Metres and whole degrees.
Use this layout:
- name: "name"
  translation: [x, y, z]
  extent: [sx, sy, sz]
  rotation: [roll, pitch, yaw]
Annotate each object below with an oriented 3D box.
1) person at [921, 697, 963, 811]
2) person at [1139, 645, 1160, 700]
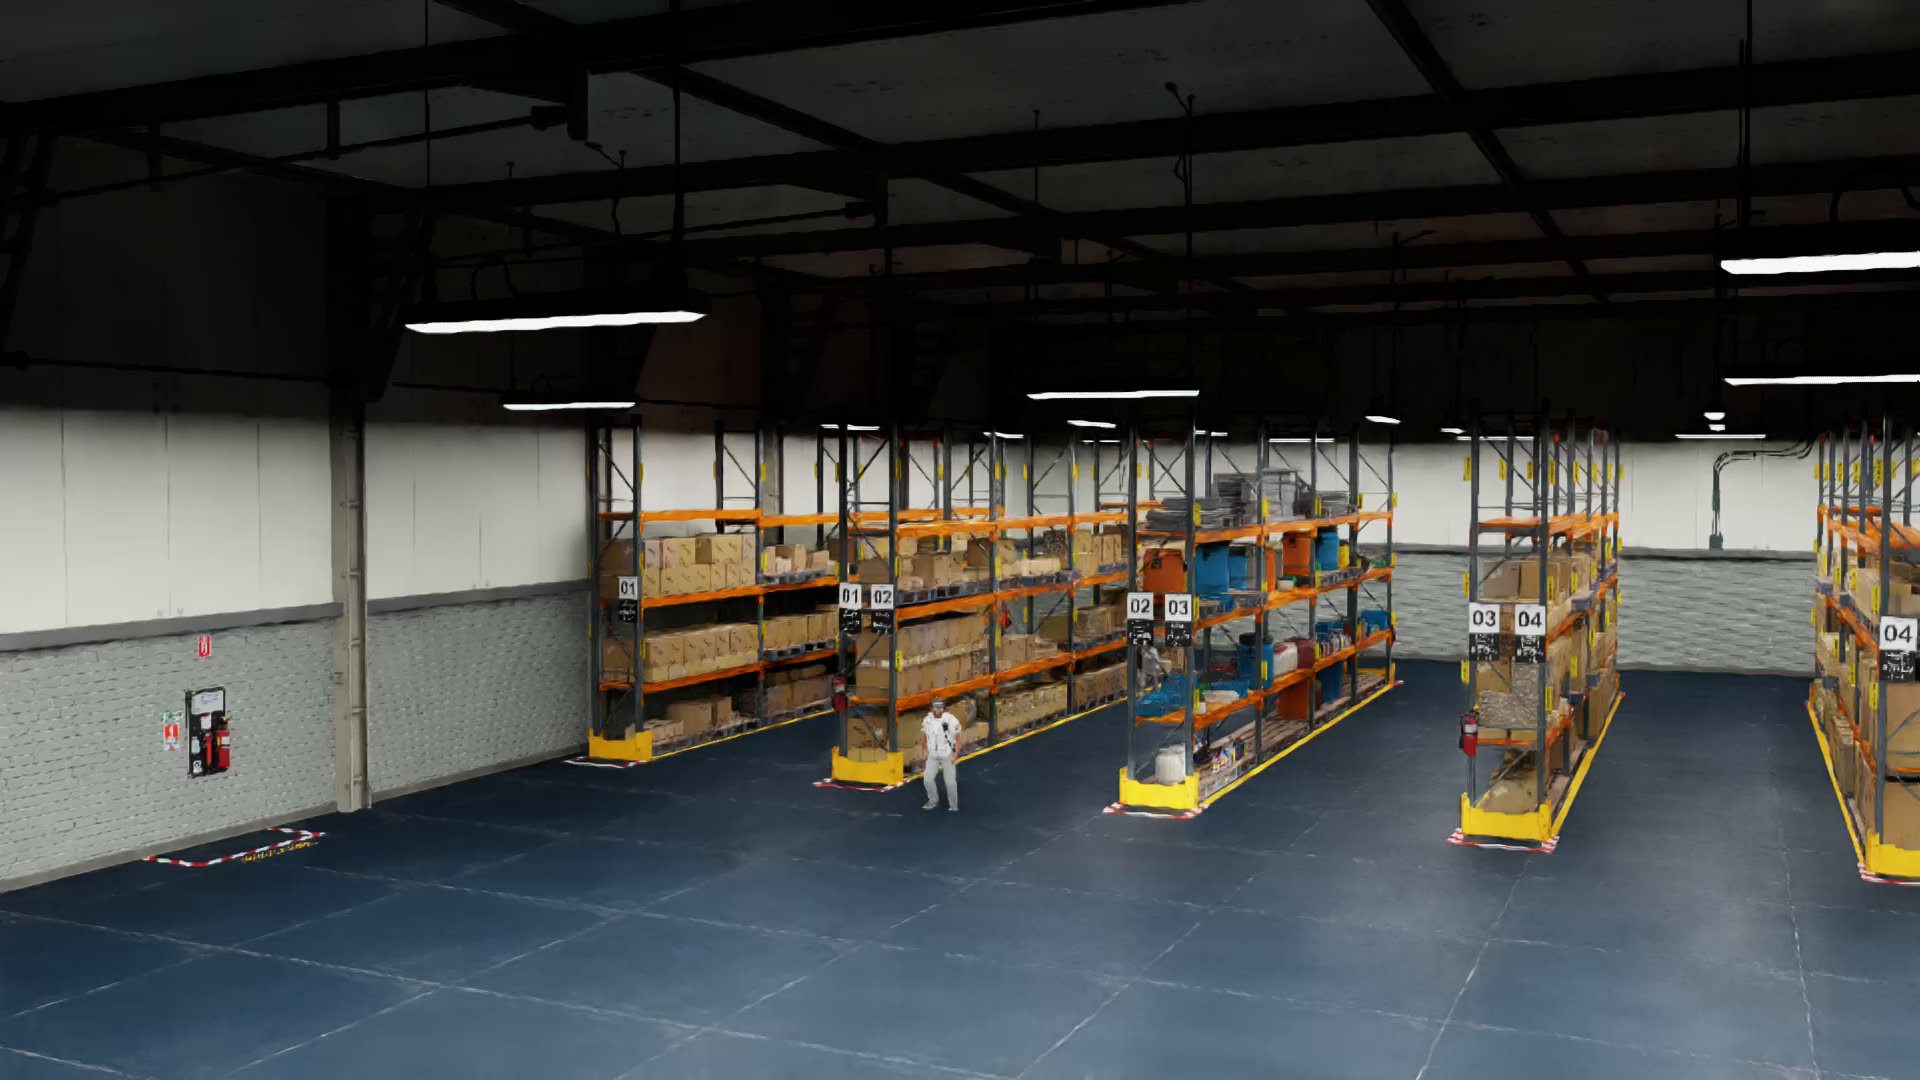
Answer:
- name: "person"
  translation: [-0.276, 3.140, 24.506]
  extent: [0.682, 1.715, 0.542]
  rotation: [1, 3, 22]
- name: "person"
  translation: [4.030, 2.788, 35.270]
  extent: [0.409, 1.512, 1.028]
  rotation: [1, 3, 24]
